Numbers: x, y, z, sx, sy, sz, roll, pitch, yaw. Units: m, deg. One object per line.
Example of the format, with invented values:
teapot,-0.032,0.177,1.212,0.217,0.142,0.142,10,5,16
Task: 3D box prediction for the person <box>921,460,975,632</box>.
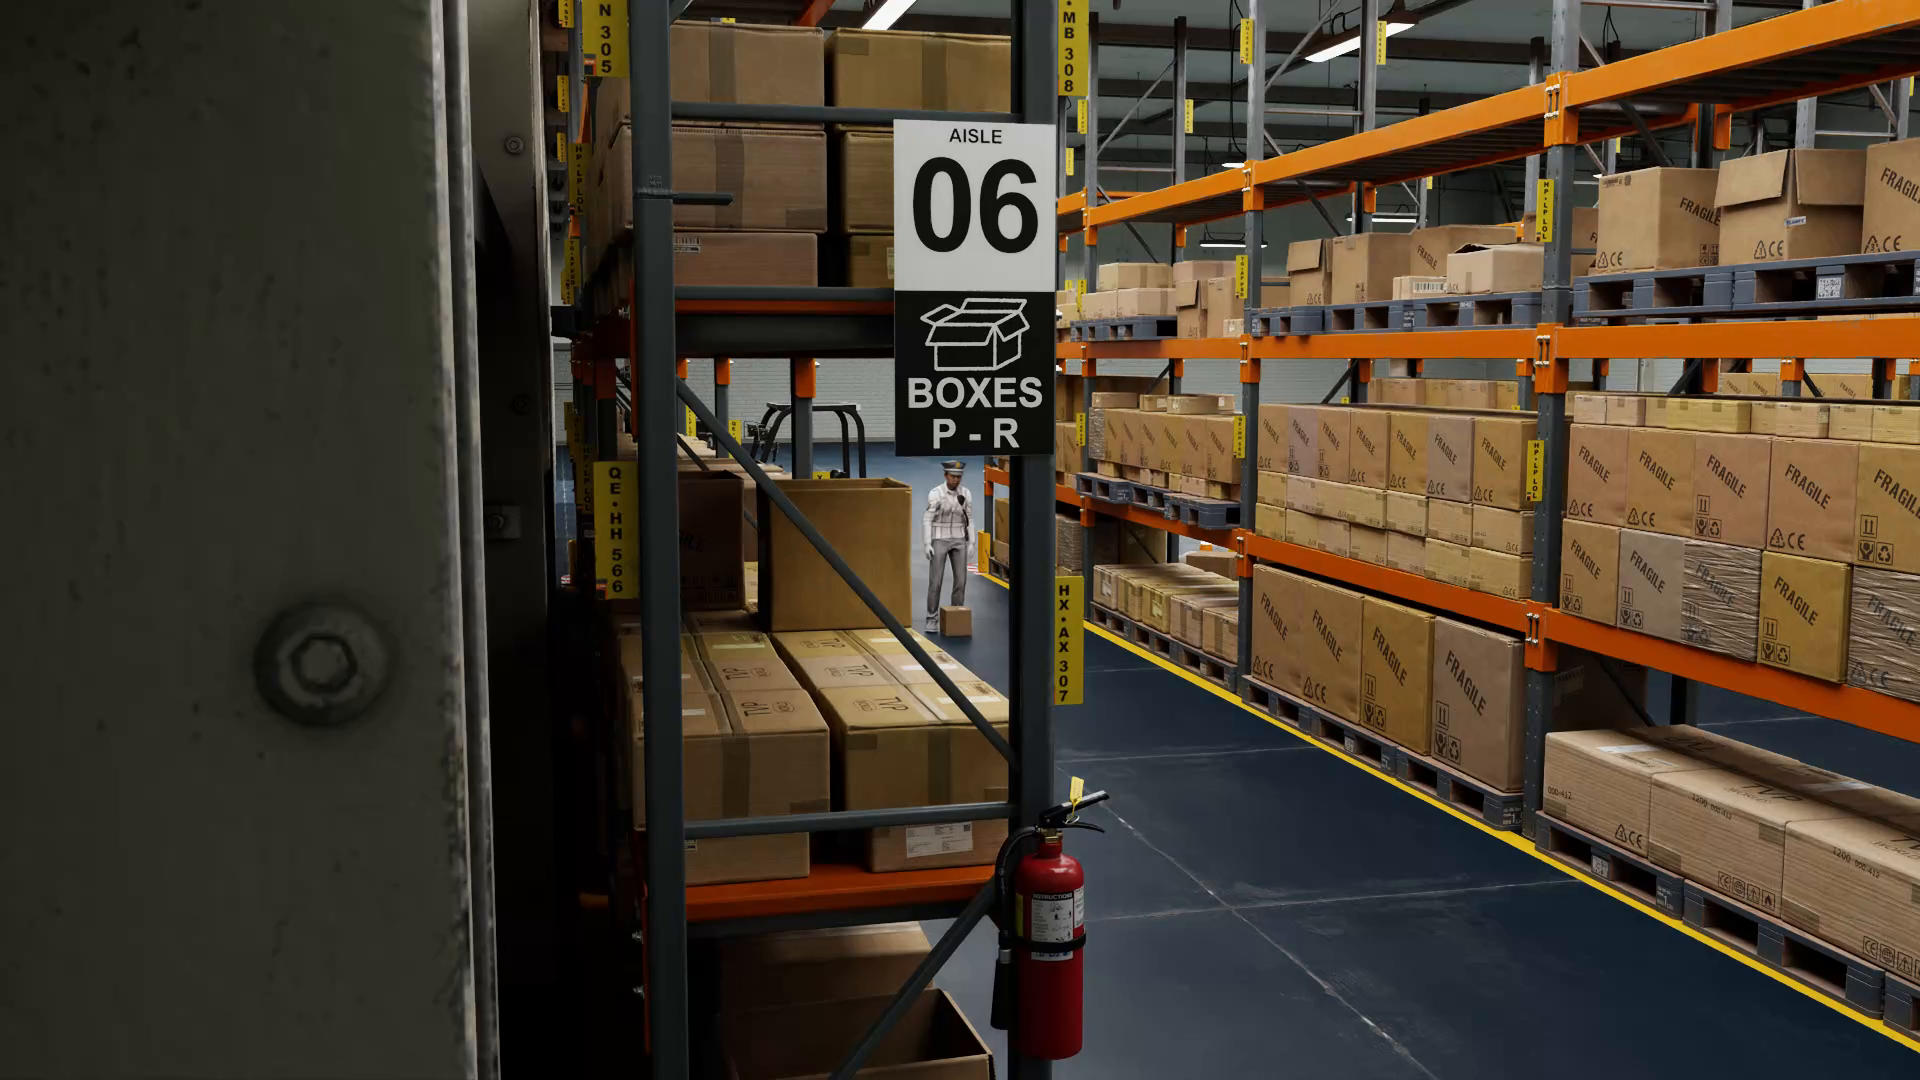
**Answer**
person,-0.114,0.053,16.177,0.529,1.663,0.373,-1,6,-13
